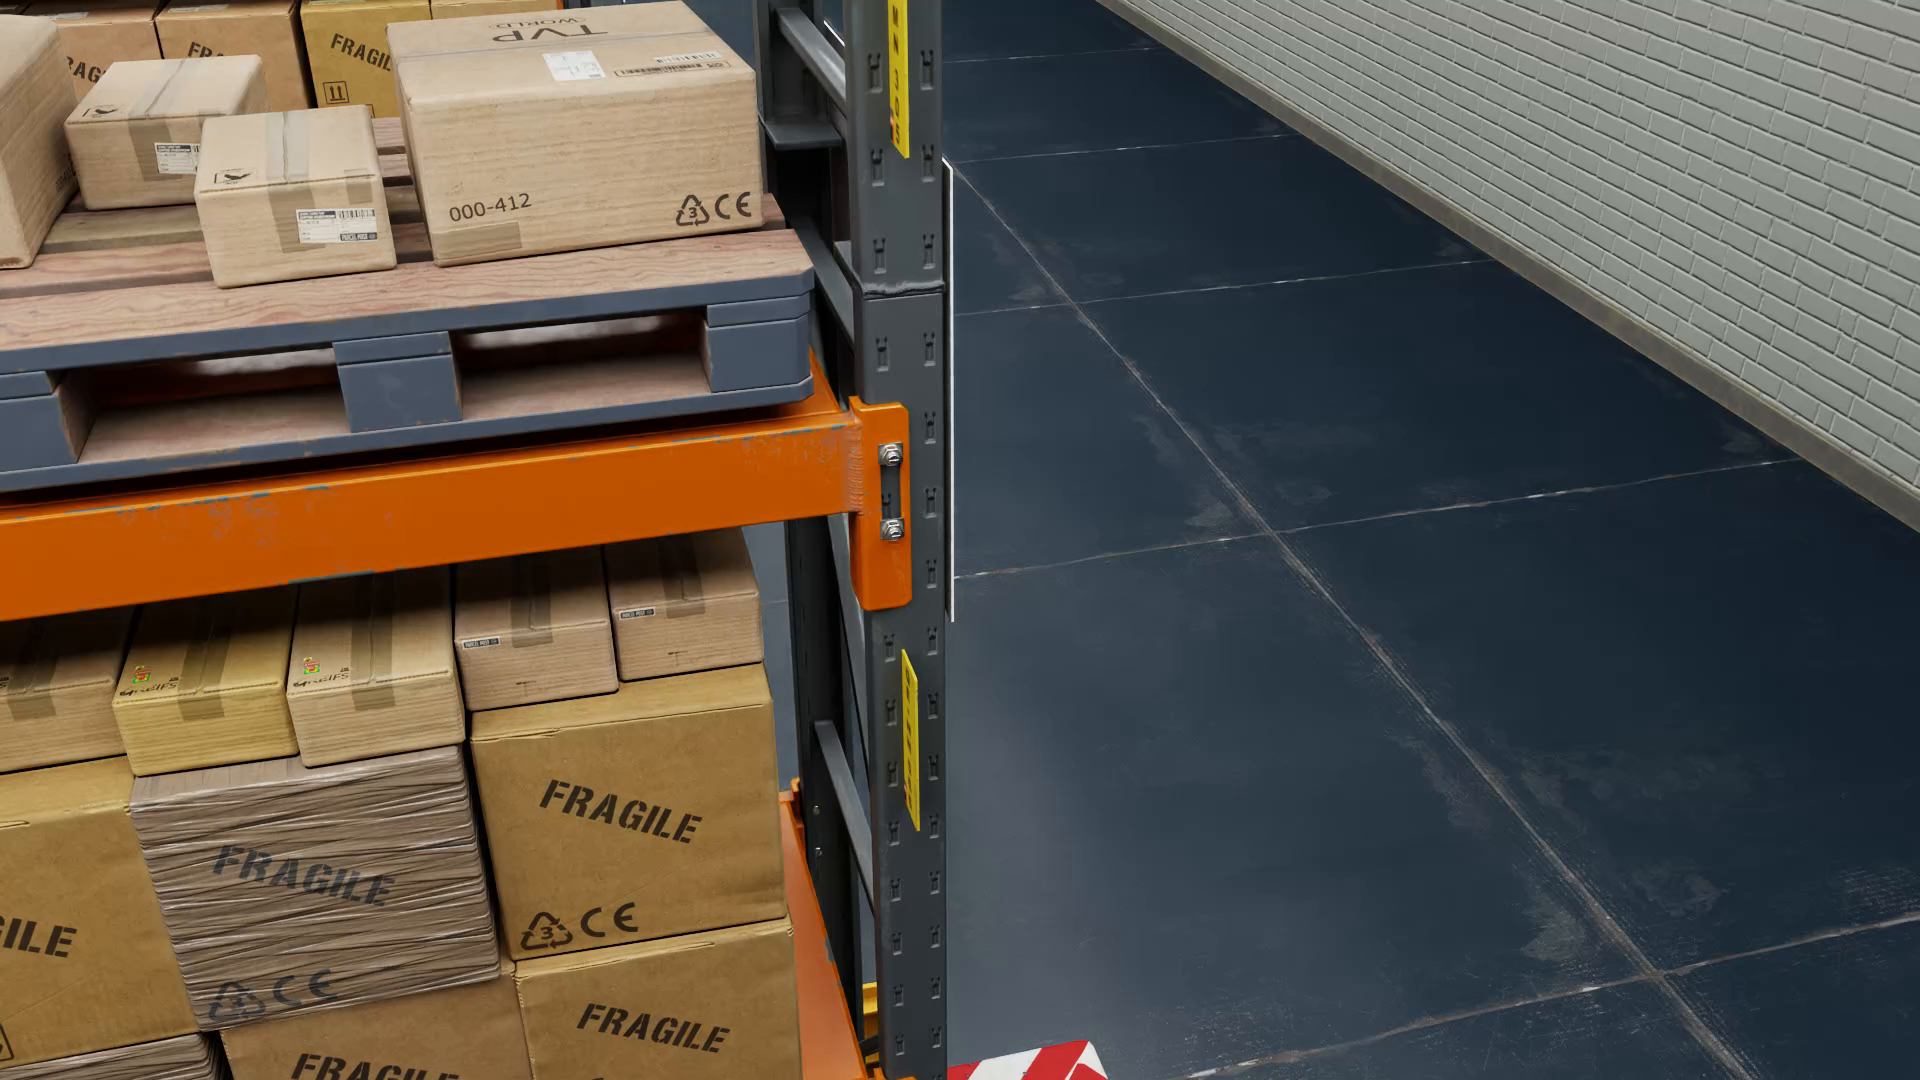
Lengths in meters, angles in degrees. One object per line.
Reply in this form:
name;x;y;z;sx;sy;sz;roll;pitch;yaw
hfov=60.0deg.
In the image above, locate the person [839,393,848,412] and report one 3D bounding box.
person;-0.506;-1.036;7.873;0.536;1.797;0.454;-3;30;-6
